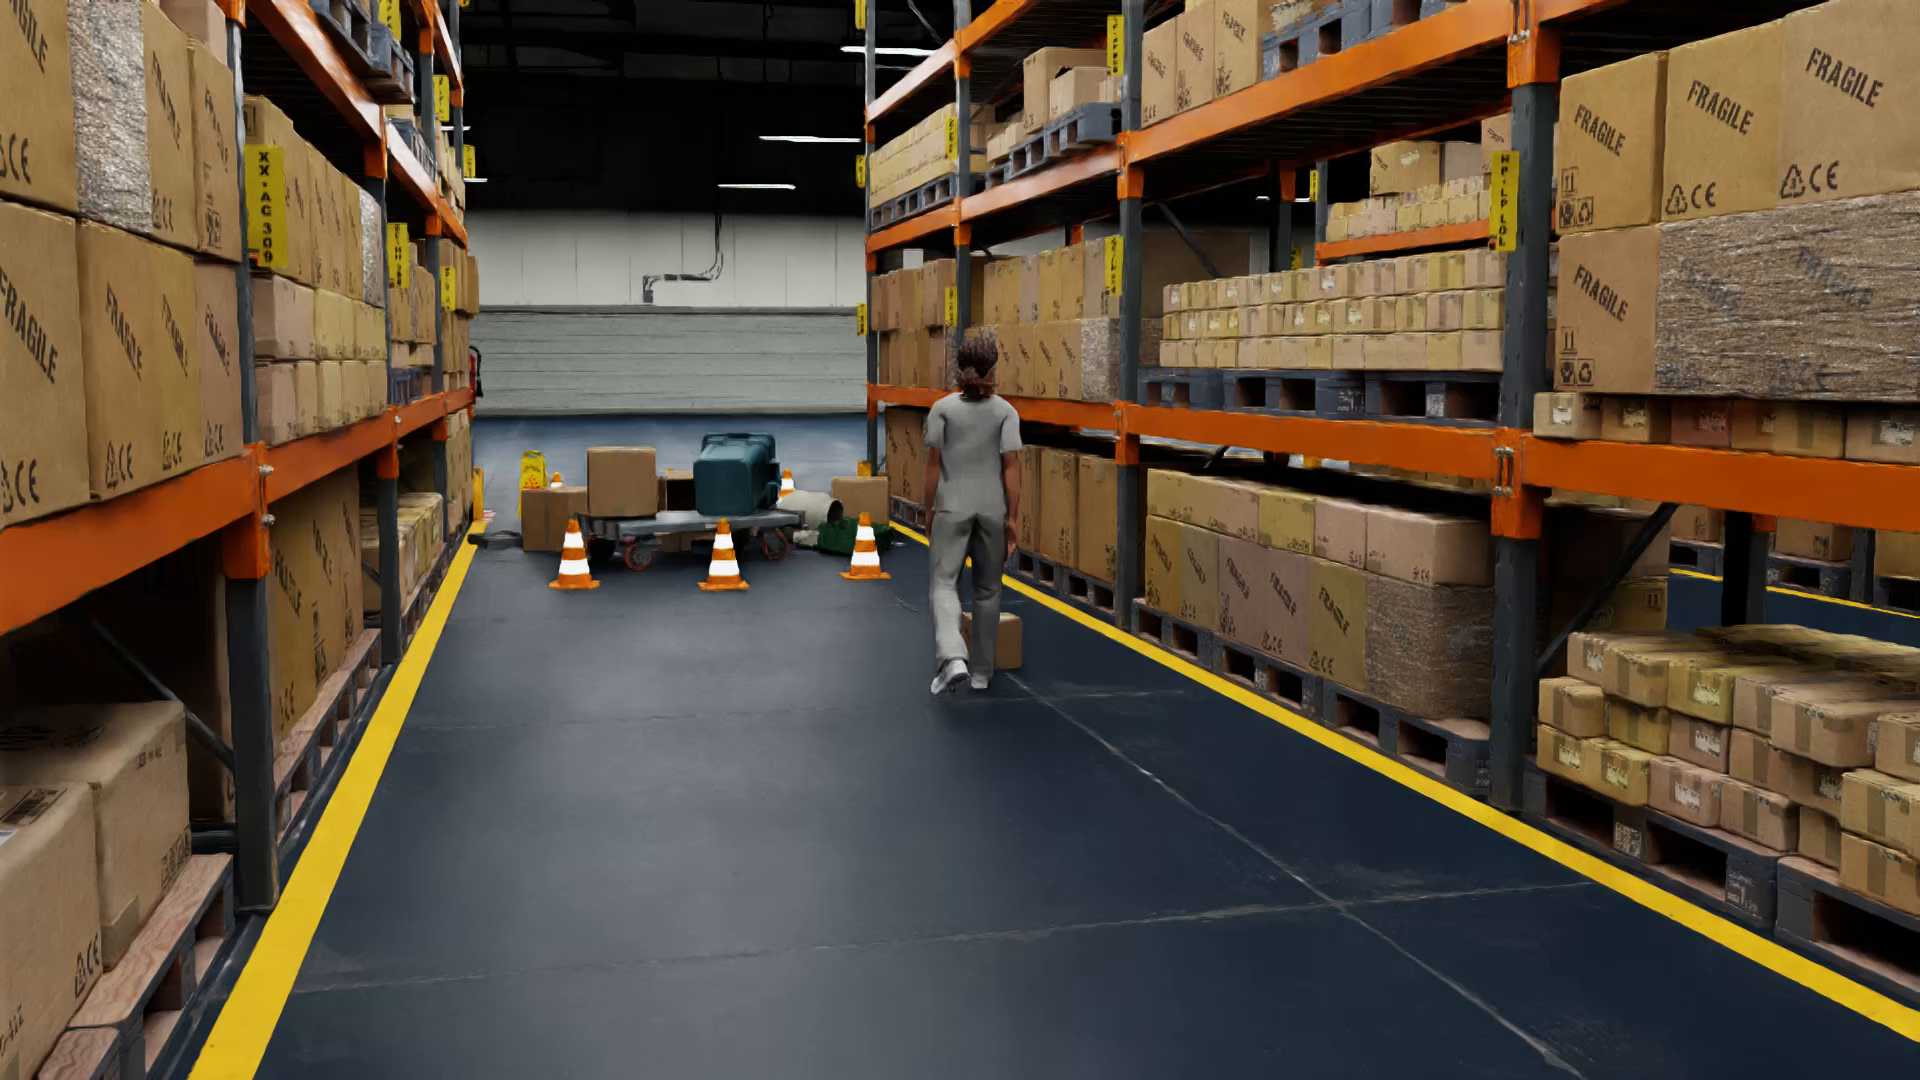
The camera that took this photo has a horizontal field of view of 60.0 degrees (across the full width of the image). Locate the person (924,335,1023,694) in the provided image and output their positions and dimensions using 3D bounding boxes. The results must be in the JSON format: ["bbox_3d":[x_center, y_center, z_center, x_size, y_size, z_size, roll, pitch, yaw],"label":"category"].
[{"bbox_3d":[0.059,-0.102,7.591,0.443,1.653,0.922,-1,6,-6],"label":"person"}]
